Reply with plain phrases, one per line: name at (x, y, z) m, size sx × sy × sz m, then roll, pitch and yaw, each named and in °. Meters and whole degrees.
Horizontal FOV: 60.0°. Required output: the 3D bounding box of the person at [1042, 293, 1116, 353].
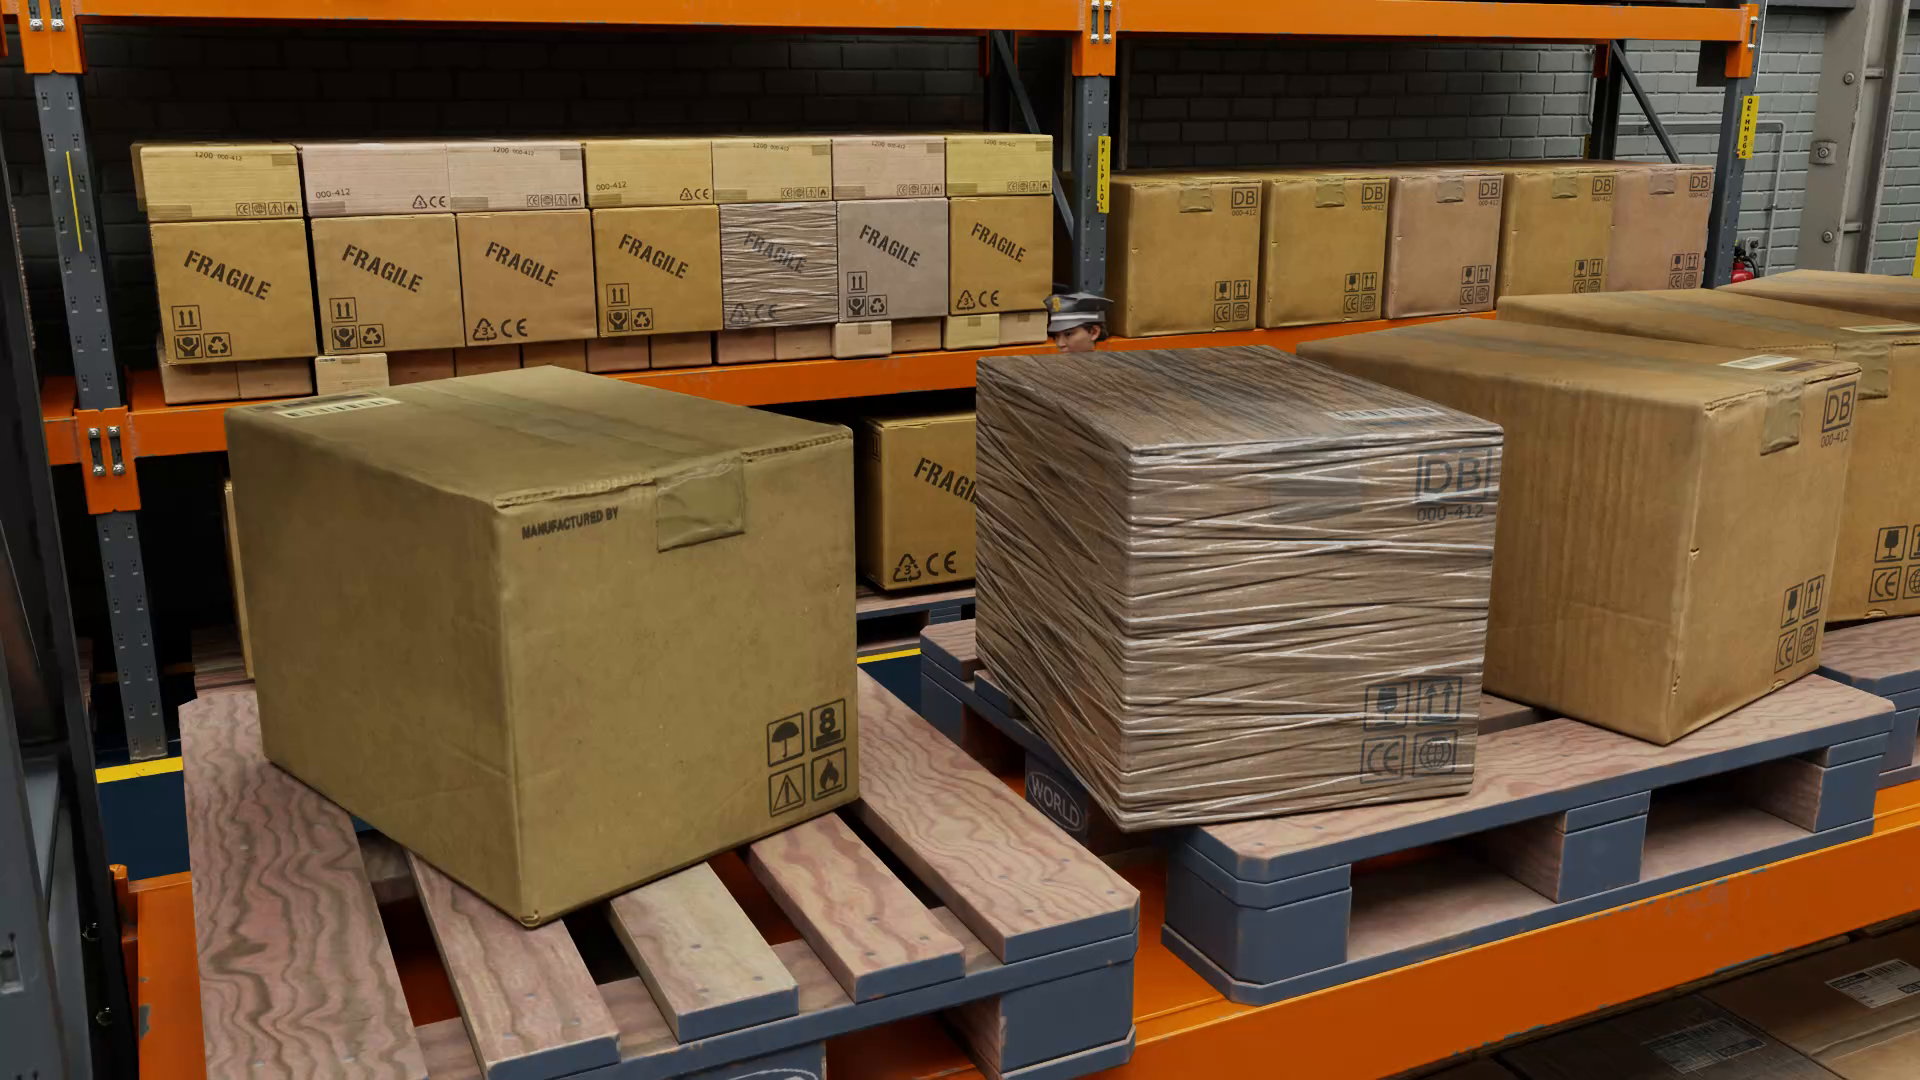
person at (0.456, -0.122, 6.390) m, size 0.530 × 1.656 × 0.584 m, roll 1°, pitch 15°, yaw 4°
